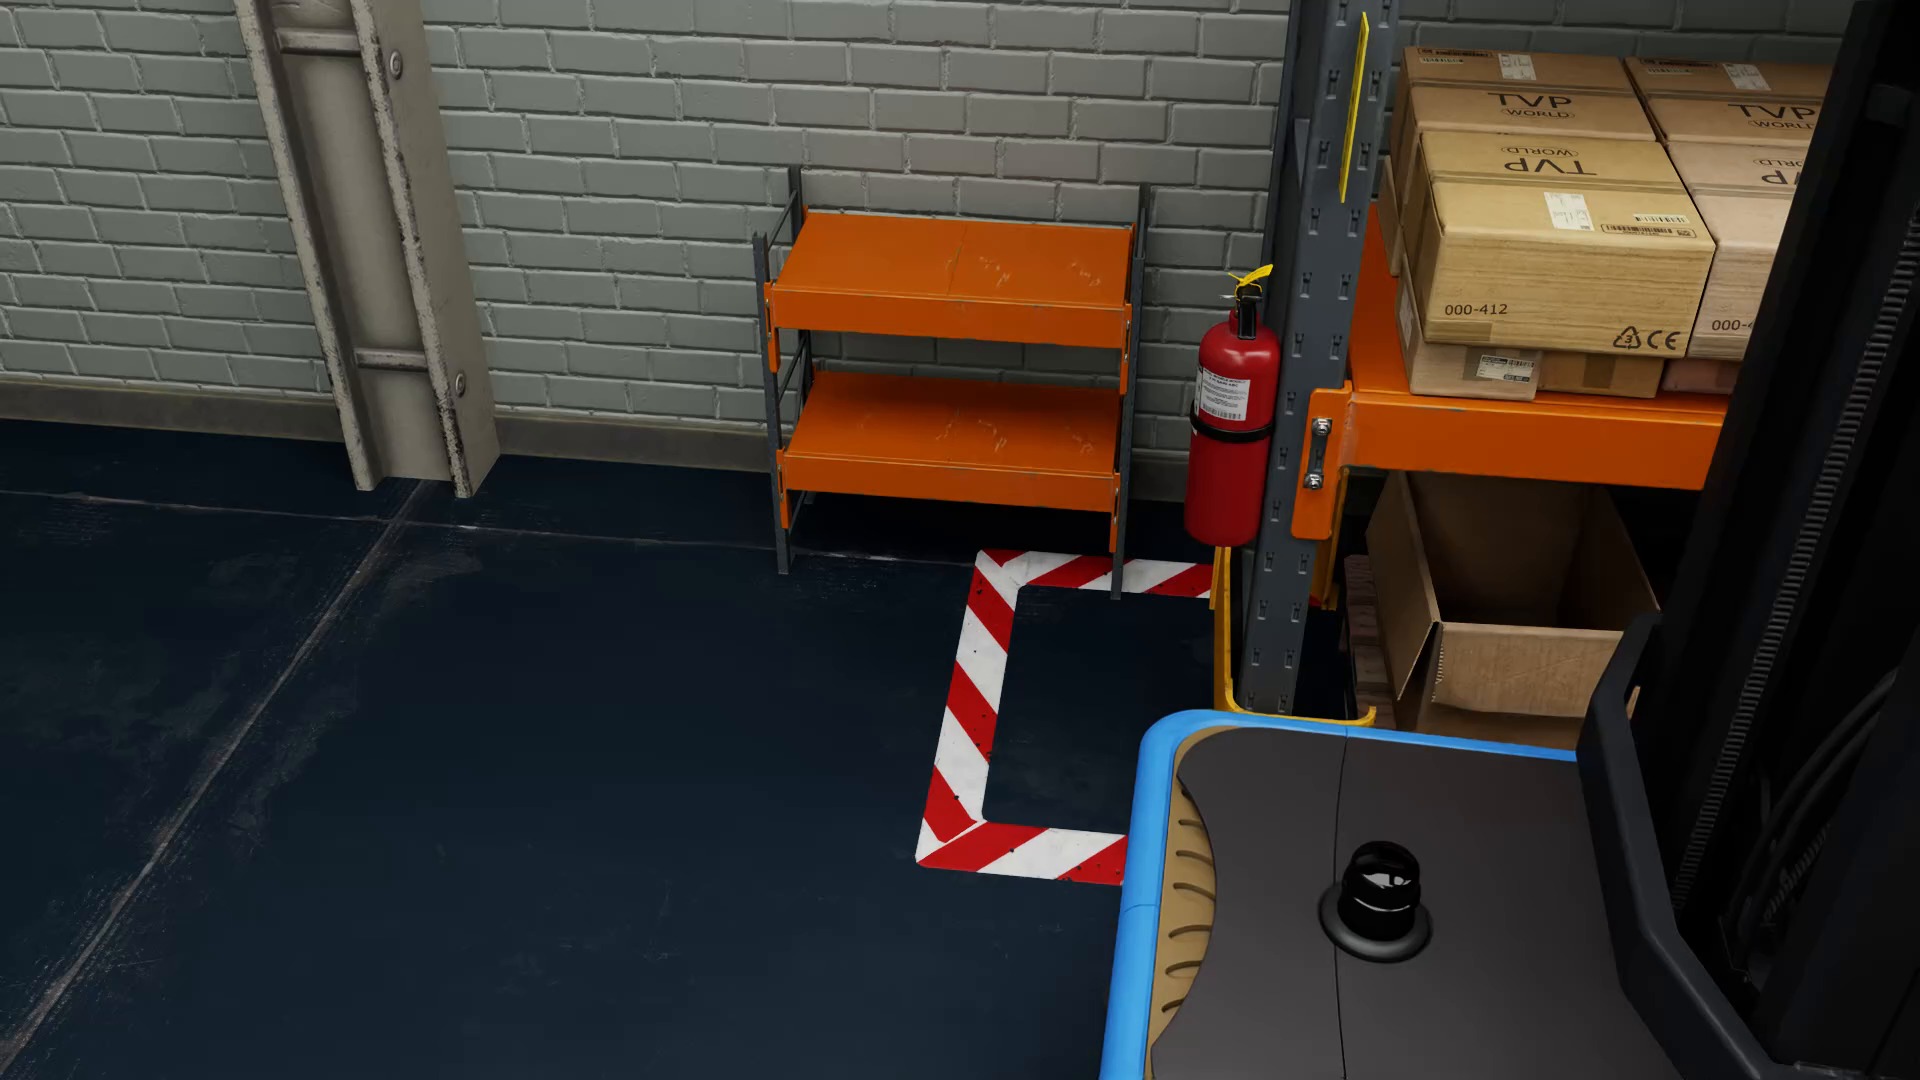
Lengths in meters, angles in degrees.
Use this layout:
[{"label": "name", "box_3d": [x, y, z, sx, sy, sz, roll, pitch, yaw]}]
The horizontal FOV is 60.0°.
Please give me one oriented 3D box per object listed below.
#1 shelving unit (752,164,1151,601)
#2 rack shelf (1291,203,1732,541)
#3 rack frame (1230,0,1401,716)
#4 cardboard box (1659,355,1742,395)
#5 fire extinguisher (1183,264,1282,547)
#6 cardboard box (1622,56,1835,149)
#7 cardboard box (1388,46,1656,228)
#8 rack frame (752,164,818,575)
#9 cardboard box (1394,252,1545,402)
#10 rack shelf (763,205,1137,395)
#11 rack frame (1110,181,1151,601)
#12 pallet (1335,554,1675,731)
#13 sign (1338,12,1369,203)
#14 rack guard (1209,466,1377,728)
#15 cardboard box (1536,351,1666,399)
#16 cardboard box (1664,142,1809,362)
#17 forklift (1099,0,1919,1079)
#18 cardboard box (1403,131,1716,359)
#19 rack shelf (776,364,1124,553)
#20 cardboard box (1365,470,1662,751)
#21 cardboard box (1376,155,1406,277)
[{"label": "shelving unit", "box_3d": [-0.006, -0.458, 4.923, 1.048, 1.125, 0.538, 4, 36, 6]}, {"label": "rack shelf", "box_3d": [2.766, -0.302, 3.710, 4.000, 0.370, 1.077, 4, 36, 6]}, {"label": "rack frame", "box_3d": [0.782, -0.743, 3.708, 0.127, 3.000, 1.000, 4, 36, 6]}, {"label": "cardboard box", "box_3d": [1.597, -0.466, 3.537, 0.250, 0.149, 0.380, 4, 36, 5]}, {"label": "fire extinguisher", "box_3d": [0.578, -0.304, 3.481, 0.183, 0.674, 0.296, 4, 36, 6]}, {"label": "cardboard box", "box_3d": [1.784, -0.883, 3.778, 0.500, 0.250, 0.500, 4, 36, 6]}, {"label": "cardboard box", "box_3d": [1.272, -0.921, 3.832, 0.500, 0.250, 0.500, 5, 36, 7]}, {"label": "rack frame", "box_3d": [-0.511, -0.494, 4.975, 0.032, 1.125, 0.500, 4, 36, 6]}, {"label": "cardboard box", "box_3d": [1.073, -0.458, 3.526, 0.250, 0.149, 0.380, 4, 36, 6]}, {"label": "rack shelf", "box_3d": [-0.006, -0.696, 4.753, 1.000, 0.278, 0.538, 4, 36, 6]}, {"label": "rack frame", "box_3d": [0.498, -0.421, 4.871, 0.032, 1.125, 0.500, 4, 36, 6]}, {"label": "pallet", "box_3d": [1.649, 0.457, 4.429, 1.213, 0.211, 1.003, 4, 36, 6]}, {"label": "sign", "box_3d": [0.713, -0.782, 3.019, 0.005, 0.325, 0.100, 4, 36, 6]}, {"label": "rack guard", "box_3d": [0.858, 0.281, 4.427, 0.348, 0.500, 1.175, 4, 36, 6]}, {"label": "cardboard box", "box_3d": [1.332, -0.466, 3.537, 0.250, 0.149, 0.380, 5, 36, 7]}, {"label": "cardboard box", "box_3d": [1.698, -0.577, 3.349, 0.500, 0.250, 0.500, 5, 36, 6]}, {"label": "forklift", "box_3d": [1.732, 0.395, 2.174, 3.031, 2.935, 1.130, 6, 36, 8]}, {"label": "cardboard box", "box_3d": [1.198, -0.614, 3.401, 0.500, 0.250, 0.500, 4, 36, 6]}, {"label": "rack shelf", "box_3d": [-0.006, -0.259, 5.065, 1.000, 0.278, 0.538, 4, 36, 6]}, {"label": "cardboard box", "box_3d": [1.377, 0.203, 4.172, 0.637, 0.503, 0.797, 3, 36, 4]}, {"label": "cardboard box", "box_3d": [1.145, -0.770, 3.964, 0.250, 0.149, 0.380, 4, 36, 5]}]
